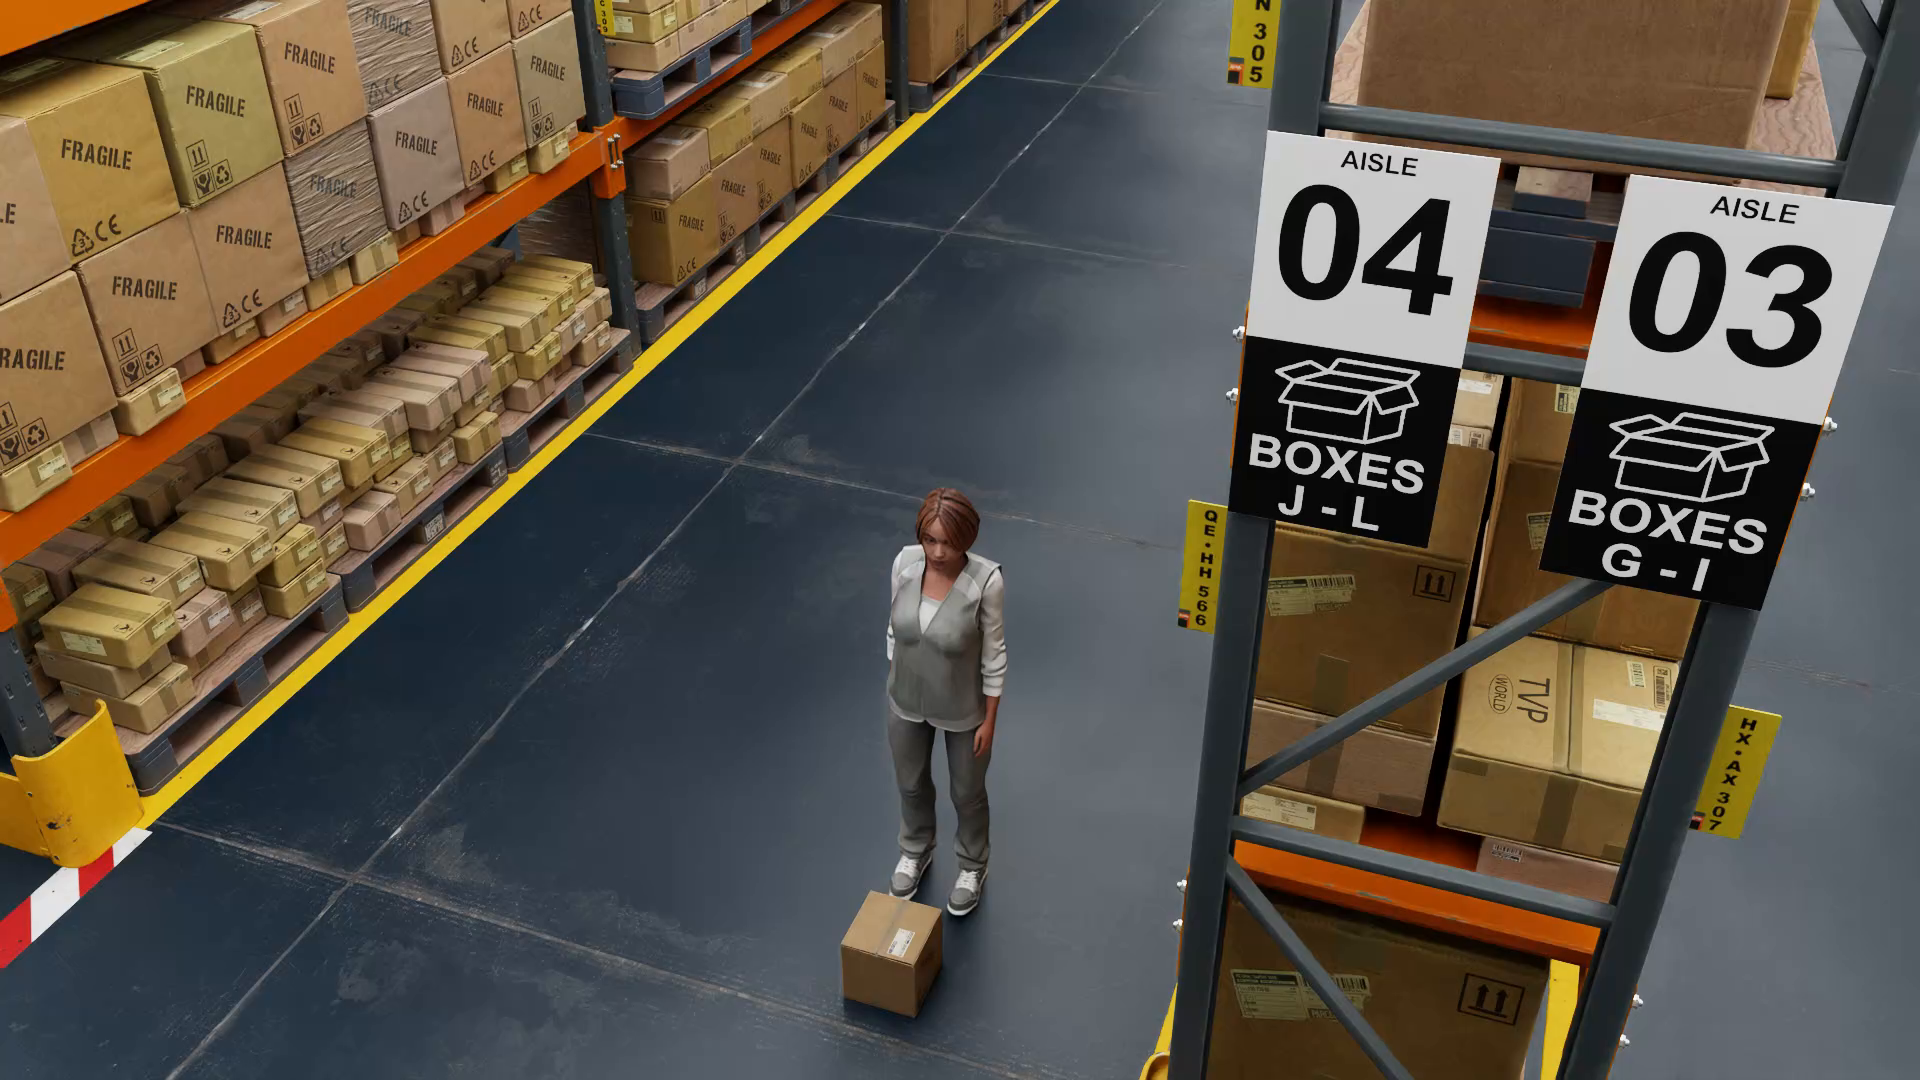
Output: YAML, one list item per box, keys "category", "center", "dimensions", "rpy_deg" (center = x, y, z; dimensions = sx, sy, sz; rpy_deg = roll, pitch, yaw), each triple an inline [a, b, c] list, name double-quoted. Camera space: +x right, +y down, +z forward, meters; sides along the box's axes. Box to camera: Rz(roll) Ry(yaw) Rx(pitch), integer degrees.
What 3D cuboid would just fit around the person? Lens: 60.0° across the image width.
- category: "person"
  center: [-0.046, 0.536, 5.348]
  dimensions: [0.406, 1.601, 0.302]
  rpy_deg: [12, 36, 17]
